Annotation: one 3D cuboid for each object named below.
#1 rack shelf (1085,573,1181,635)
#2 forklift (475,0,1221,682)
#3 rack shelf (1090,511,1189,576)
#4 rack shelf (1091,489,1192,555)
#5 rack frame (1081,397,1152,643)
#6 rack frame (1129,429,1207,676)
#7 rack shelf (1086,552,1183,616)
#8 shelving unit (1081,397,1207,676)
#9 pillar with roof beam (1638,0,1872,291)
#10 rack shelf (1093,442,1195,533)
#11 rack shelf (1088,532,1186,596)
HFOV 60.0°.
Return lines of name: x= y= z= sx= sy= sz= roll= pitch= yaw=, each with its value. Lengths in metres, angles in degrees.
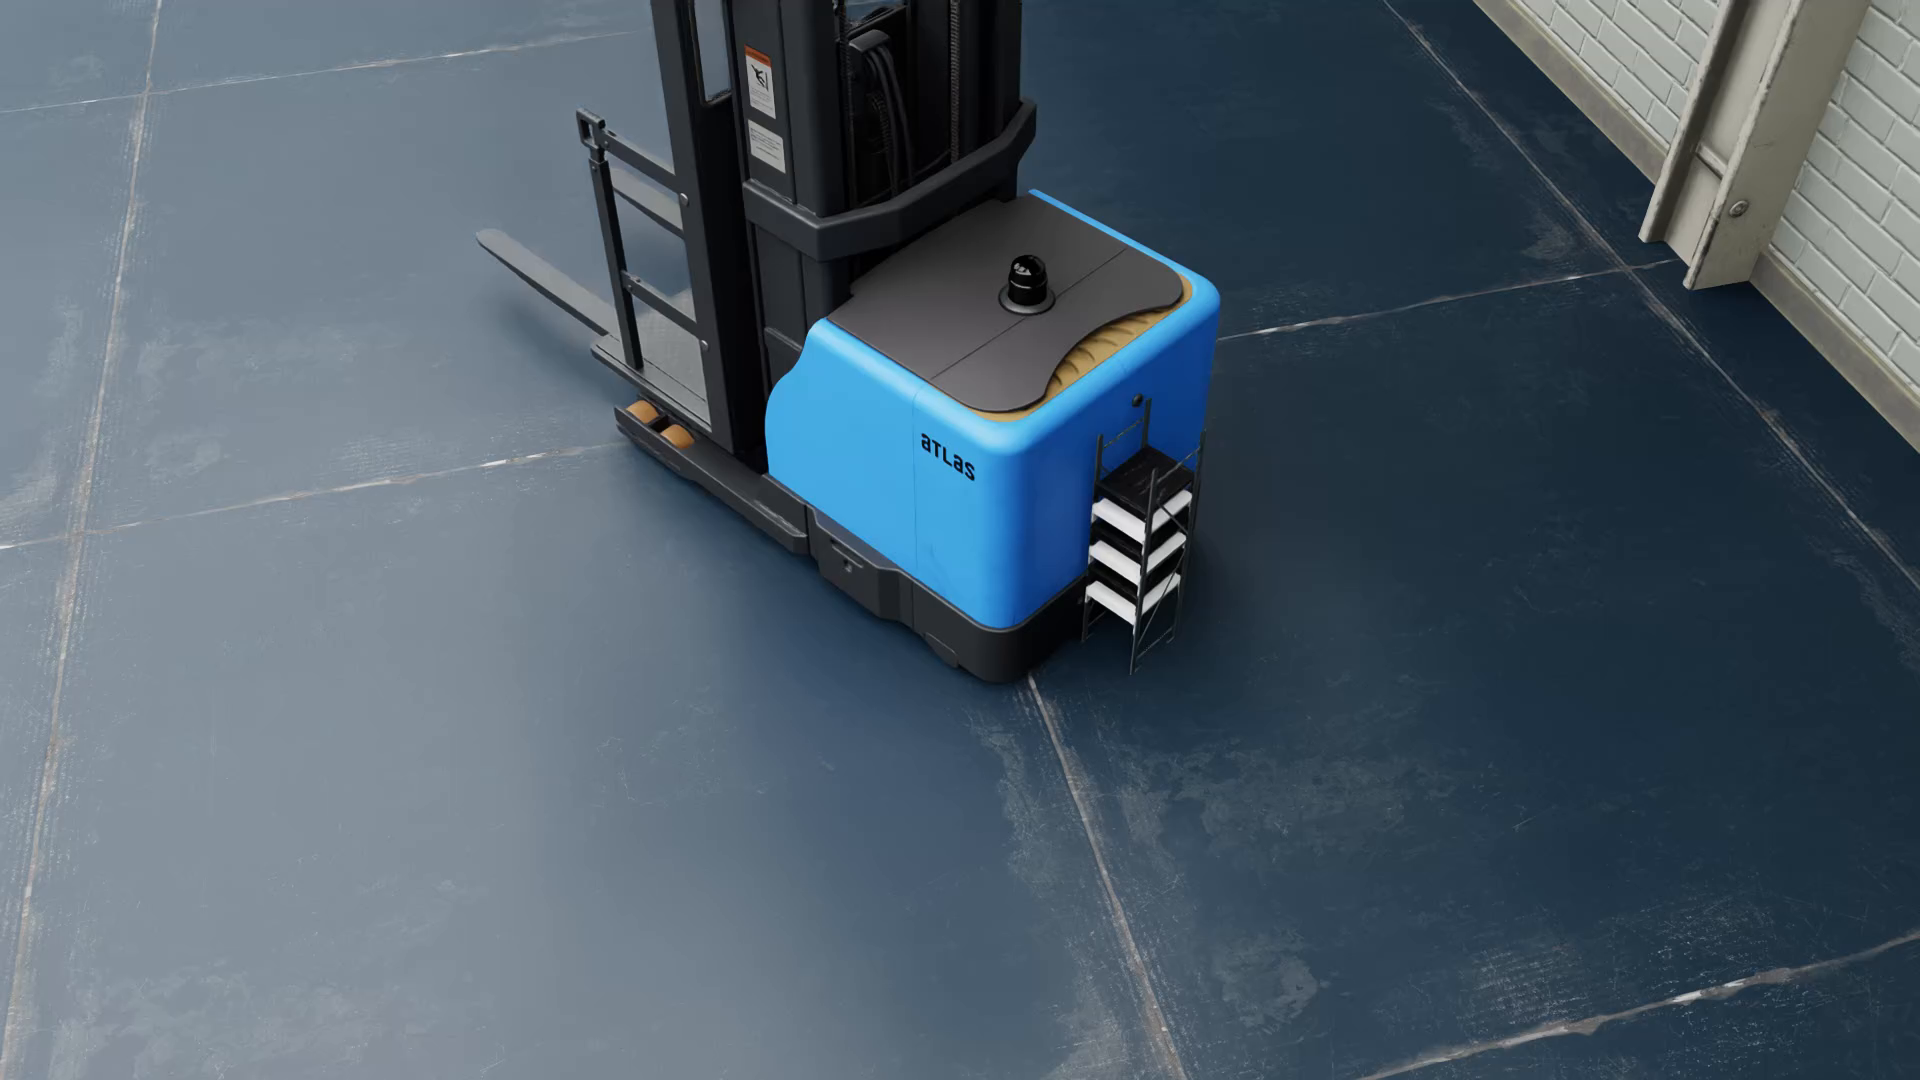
rack shelf: x=0.554 y=0.157 z=5.265 sx=0.200 sy=0.077 sz=0.258 roll=34 pitch=55 yaw=29
forklift: x=-0.609 y=-1.514 z=5.182 sx=3.031 sy=2.935 sz=1.130 roll=34 pitch=55 yaw=29
rack shelf: x=0.554 y=-0.032 z=5.072 sx=0.200 sy=0.077 sz=0.258 roll=34 pitch=55 yaw=29
rack shelf: x=0.554 y=-0.095 z=5.008 sx=0.200 sy=0.077 sz=0.258 roll=34 pitch=55 yaw=29
rack frame: x=0.480 y=-0.042 z=5.161 sx=0.006 sy=0.900 sz=0.240 roll=34 pitch=55 yaw=29
rack frame: x=0.628 y=0.058 z=5.063 sx=0.006 sy=0.900 sz=0.240 roll=34 pitch=55 yaw=29
rack shelf: x=0.554 y=0.094 z=5.200 sx=0.200 sy=0.077 sz=0.258 roll=34 pitch=55 yaw=29
shelving unit: x=0.554 y=0.008 z=5.112 sx=0.210 sy=0.900 sz=0.258 roll=34 pitch=55 yaw=29
pillar with roof beam: x=-1.107 y=-3.539 z=2.917 sx=9.100 sy=9.000 sz=0.400 roll=-11 pitch=47 yaw=-10
rack shelf: x=0.554 y=-0.158 z=4.943 sx=0.200 sy=0.077 sz=0.258 roll=34 pitch=55 yaw=29
rack shelf: x=0.554 y=0.031 z=5.136 sx=0.200 sy=0.077 sz=0.258 roll=34 pitch=55 yaw=29
